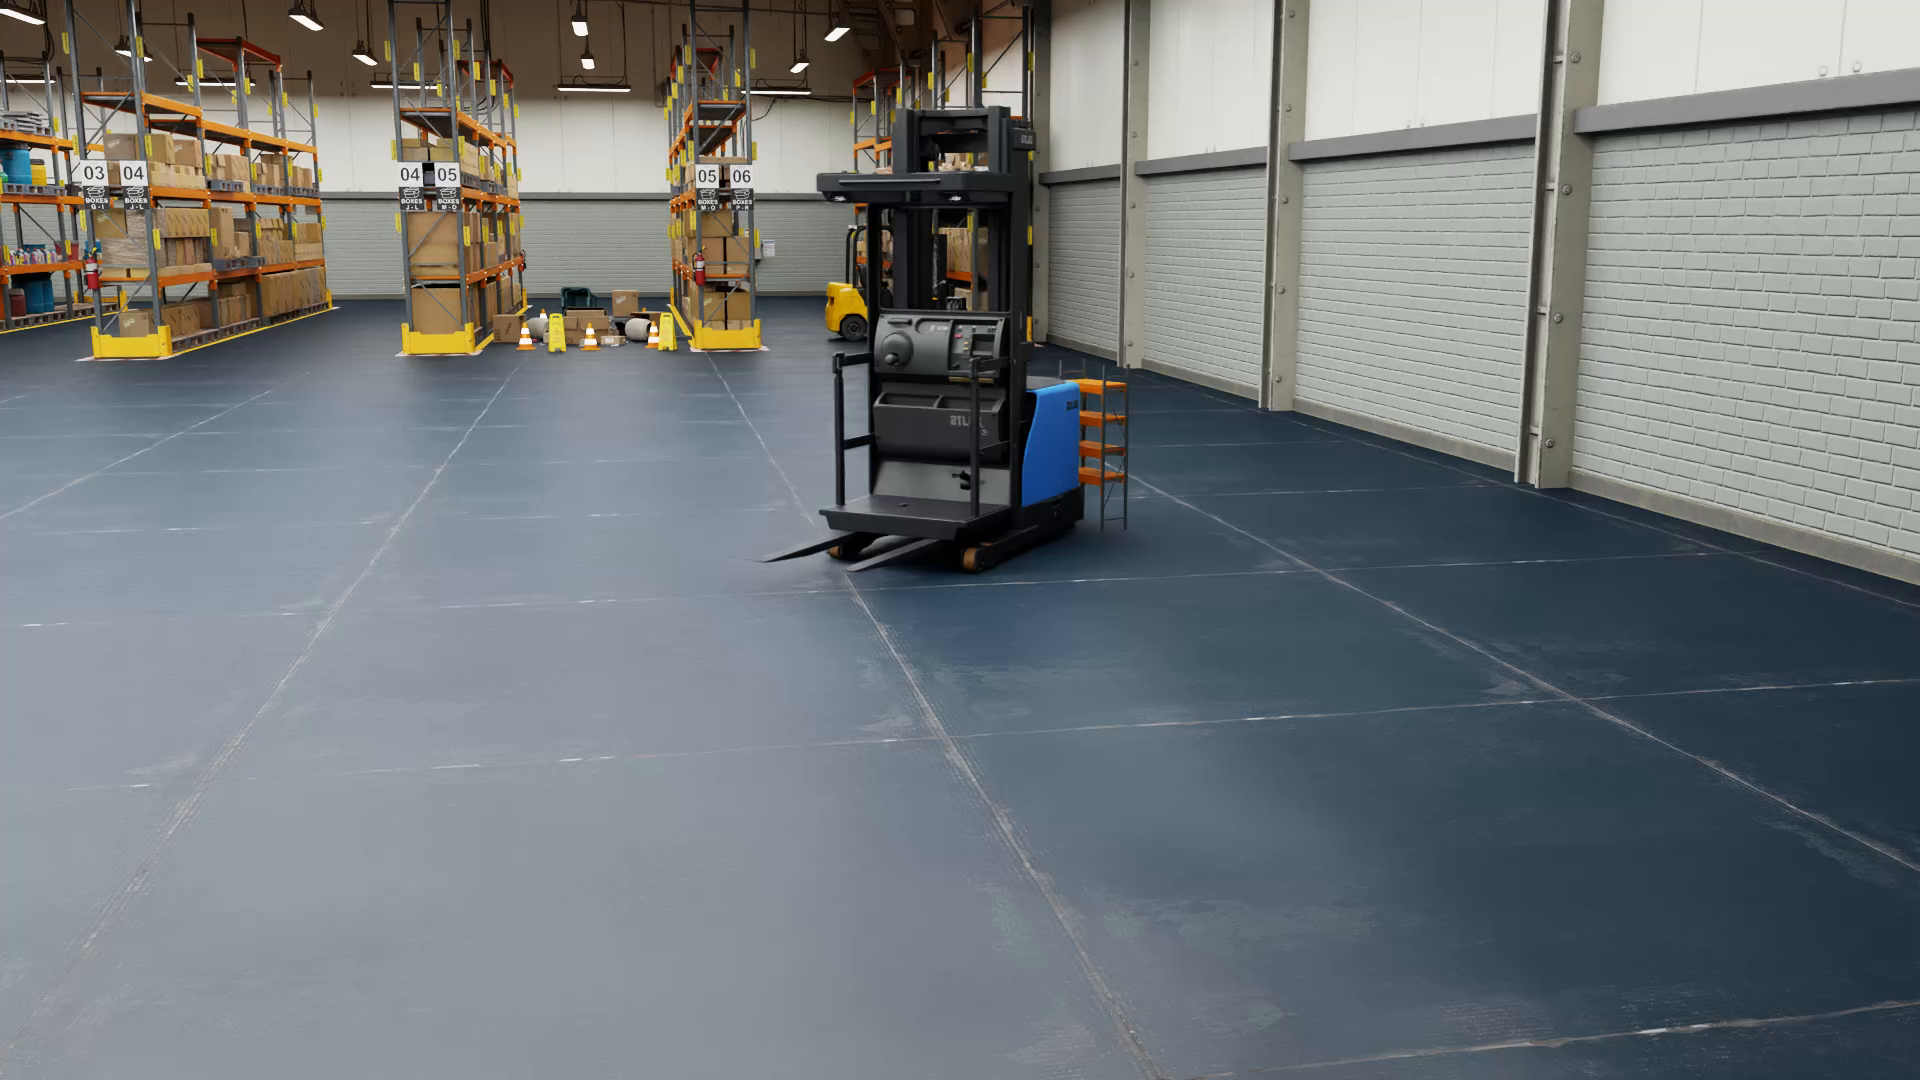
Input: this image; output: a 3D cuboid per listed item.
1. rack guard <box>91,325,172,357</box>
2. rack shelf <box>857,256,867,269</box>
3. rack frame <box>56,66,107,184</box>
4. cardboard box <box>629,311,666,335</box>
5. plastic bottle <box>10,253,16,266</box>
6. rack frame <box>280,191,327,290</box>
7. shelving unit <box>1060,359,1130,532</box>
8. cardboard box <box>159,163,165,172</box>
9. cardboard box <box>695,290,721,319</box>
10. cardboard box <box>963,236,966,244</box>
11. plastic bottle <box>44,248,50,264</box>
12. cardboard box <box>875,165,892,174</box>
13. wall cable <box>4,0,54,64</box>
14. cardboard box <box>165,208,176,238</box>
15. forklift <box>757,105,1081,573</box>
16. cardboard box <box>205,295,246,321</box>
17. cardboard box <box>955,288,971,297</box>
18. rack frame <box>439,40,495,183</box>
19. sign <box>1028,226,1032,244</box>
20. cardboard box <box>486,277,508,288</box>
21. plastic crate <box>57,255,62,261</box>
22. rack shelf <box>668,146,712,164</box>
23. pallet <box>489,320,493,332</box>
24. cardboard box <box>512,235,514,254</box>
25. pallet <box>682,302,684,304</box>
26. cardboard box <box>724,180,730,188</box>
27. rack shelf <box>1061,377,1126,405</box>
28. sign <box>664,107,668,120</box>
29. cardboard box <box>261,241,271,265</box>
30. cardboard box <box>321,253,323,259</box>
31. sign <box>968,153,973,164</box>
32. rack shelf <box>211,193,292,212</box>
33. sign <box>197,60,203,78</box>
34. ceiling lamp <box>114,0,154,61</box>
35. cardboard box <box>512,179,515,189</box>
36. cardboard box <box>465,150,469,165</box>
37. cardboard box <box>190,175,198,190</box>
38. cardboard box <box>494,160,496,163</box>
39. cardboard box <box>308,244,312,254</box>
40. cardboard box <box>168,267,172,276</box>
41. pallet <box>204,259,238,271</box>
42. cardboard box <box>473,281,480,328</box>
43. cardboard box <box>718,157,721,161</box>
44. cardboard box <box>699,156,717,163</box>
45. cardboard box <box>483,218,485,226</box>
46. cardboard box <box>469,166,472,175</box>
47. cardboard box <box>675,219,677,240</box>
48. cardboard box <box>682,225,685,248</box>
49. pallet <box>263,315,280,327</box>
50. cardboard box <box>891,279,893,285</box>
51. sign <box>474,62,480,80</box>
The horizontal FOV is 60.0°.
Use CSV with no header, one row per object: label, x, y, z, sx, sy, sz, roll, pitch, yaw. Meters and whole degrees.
rack guard,-13.882,-3.335,27.879,1.175,0.500,0.348,-2,11,-11
rack shelf,-2.001,-7.305,43.976,1.077,0.370,4.000,-2,11,-11
rack frame,-21.837,-10.250,41.483,1.000,3.000,0.127,-2,11,-11
cardboard box,-6.051,-4.170,32.261,0.500,0.500,0.500,6,12,28
plastic bottle,-20.138,-5.951,35.271,0.152,0.276,0.135,-2,11,-11
rack frame,-16.979,-7.483,42.990,1.000,3.000,0.127,-2,11,-11
shelving unit,0.973,-0.697,12.147,0.258,1.200,0.503,-8,13,-35
cardboard box,-13.802,-6.349,28.342,0.380,0.149,0.250,-2,11,-9
cardboard box,-4.663,-4.366,30.838,0.500,0.500,0.500,-2,11,-9
cardboard box,0.273,-5.653,31.372,0.380,0.149,0.250,-2,11,-11
plastic bottle,-20.560,-6.389,37.371,0.144,0.351,0.185,-2,11,-11
cardboard box,-1.896,-9.178,41.252,0.396,0.266,0.258,-2,11,-12
wall cable,-26.615,-14.341,45.609,3.097,2.526,0.112,-2,11,-11
cardboard box,-13.797,-5.438,28.507,0.500,0.500,0.500,-2,11,-11
forklift,-0.231,-1.323,10.808,1.130,2.935,3.031,5,12,26
cardboard box,-15.153,-4.781,34.300,0.700,0.500,0.500,-3,11,-16
cardboard box,0.113,-4.696,31.902,0.500,0.250,0.500,-2,11,-10
rack frame,-10.538,-9.125,35.571,1.000,3.000,0.127,-2,11,-11
sign,1.267,-5.573,30.430,0.100,0.325,0.005,-2,11,-11
cardboard box,-10.720,-5.939,38.436,0.500,0.250,0.500,-3,11,-14
plastic crate,-21.010,-6.560,38.684,0.396,0.136,0.243,-2,11,-11
rack shelf,-6.869,-9.874,42.500,1.077,0.370,4.000,-2,11,-11
pallet,-10.225,-4.437,34.445,1.003,0.211,1.213,-2,11,-11
cardboard box,-11.268,-7.297,40.950,0.500,0.500,0.500,-2,11,-11
pallet,-6.551,-5.882,42.038,1.003,0.211,1.213,-2,11,-11
cardboard box,-4.031,-6.377,29.826,0.380,0.149,0.250,-2,11,-13
rack shelf,0.973,-1.083,12.074,0.258,0.148,0.480,-8,13,-35
sign,-7.804,-11.308,44.120,0.100,0.325,0.005,-2,11,-11
cardboard box,-15.353,-6.259,36.289,0.500,0.500,0.500,-2,11,-13
cardboard box,-16.587,-7.306,42.733,0.380,0.149,0.250,-2,11,-10
sign,0.187,-6.943,29.972,0.100,0.325,0.005,-2,11,-11
rack shelf,-15.812,-7.503,36.995,1.077,0.370,4.000,-2,11,-11
sign,-14.109,-8.743,30.857,0.100,0.325,0.005,-2,11,-11
ceiling lamp,-18.152,-12.333,36.813,0.800,3.185,2.000,-2,11,-11
cardboard box,-11.557,-9.027,42.145,0.500,0.250,0.500,-2,11,-10
cardboard box,-9.023,-6.795,29.569,0.500,0.250,0.500,-2,11,-11
cardboard box,-14.209,-6.512,30.266,0.500,0.250,0.500,-2,11,-10
cardboard box,-10.447,-8.255,36.709,0.396,0.266,0.258,-2,11,-11
cardboard box,-16.322,-7.195,41.080,0.500,0.250,0.500,-2,11,-11
cardboard box,-13.821,-4.624,28.641,0.380,0.149,0.250,-2,11,-11
pallet,-14.651,-5.334,32.209,1.003,0.211,1.213,-2,11,-11
cardboard box,-9.706,-4.489,31.817,0.875,0.875,0.875,-2,11,-10
cardboard box,-4.752,-7.707,34.086,0.500,0.250,0.500,-2,11,-12
cardboard box,-4.502,-6.702,29.404,0.380,0.149,0.250,-2,11,-10
cardboard box,-10.259,-6.449,34.613,0.700,0.500,0.500,-2,11,-12
cardboard box,-9.078,-6.715,30.211,0.380,0.149,0.250,-2,11,-11
cardboard box,-6.677,-7.559,40.447,0.500,0.500,0.500,-2,11,-10
cardboard box,-5.842,-6.687,36.620,0.500,0.500,0.500,-2,11,-13
pallet,-15.502,-4.793,36.316,1.003,0.211,1.213,-2,11,-11
cardboard box,-1.488,-6.275,40.472,0.380,0.149,0.250,-2,11,-9
sign,-9.211,-8.944,31.696,0.100,0.325,0.005,-2,11,-11
